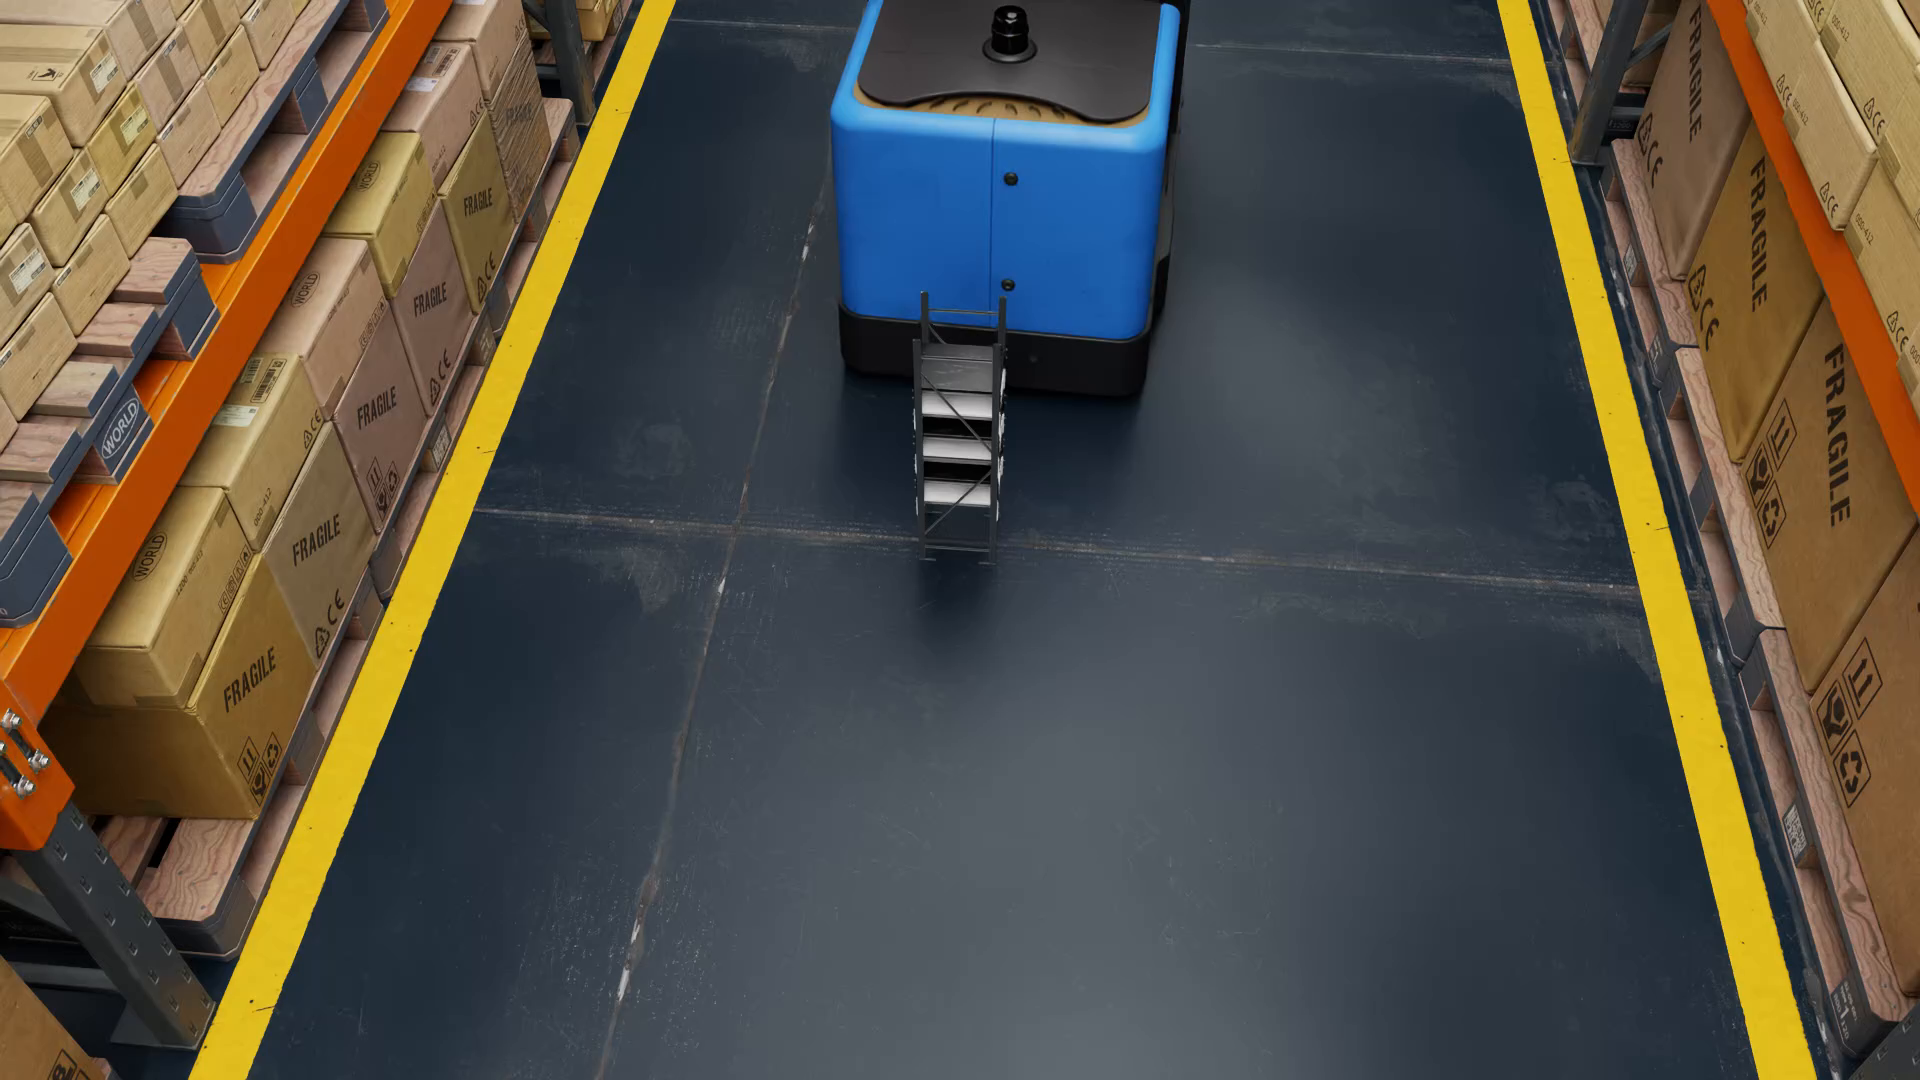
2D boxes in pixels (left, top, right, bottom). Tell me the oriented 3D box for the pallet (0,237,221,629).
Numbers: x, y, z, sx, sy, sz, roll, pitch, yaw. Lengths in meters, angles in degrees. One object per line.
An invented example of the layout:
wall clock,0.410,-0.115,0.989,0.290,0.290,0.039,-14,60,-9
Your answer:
pallet,-2.410,-0.297,3.619,1.213,0.211,1.003,4,48,4

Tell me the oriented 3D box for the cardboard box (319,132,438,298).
cardboard box,-1.915,-0.991,5.025,0.500,0.250,0.500,2,48,2

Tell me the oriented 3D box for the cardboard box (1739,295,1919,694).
cardboard box,2.801,-0.154,4.513,0.875,0.875,0.875,4,48,4

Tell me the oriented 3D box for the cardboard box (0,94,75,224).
cardboard box,-2.085,-0.793,3.425,0.380,0.149,0.250,4,48,3

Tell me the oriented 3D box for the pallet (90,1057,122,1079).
pallet,-2.516,1.685,3.566,1.003,0.211,1.213,4,48,4

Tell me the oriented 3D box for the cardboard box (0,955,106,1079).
cardboard box,-2.514,1.228,3.334,1.050,0.750,0.750,3,48,3

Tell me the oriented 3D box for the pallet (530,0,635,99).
pallet,-1.979,-2.325,7.233,1.003,0.211,1.213,4,48,4

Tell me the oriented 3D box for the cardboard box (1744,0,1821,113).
cardboard box,2.523,-1.399,4.599,0.500,0.250,0.500,4,48,3

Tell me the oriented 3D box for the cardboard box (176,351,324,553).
cardboard box,-2.019,-0.245,4.343,0.500,0.250,0.500,3,48,3

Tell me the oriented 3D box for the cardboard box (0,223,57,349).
cardboard box,-2.102,-0.529,3.385,0.380,0.149,0.250,6,48,5

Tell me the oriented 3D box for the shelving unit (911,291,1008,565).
shelving unit,0.001,-0.310,4.923,0.258,0.900,0.210,4,48,4

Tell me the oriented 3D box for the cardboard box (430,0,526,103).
cardboard box,-1.821,-1.757,5.725,0.500,0.250,0.500,3,48,2

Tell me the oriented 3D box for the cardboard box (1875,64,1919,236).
cardboard box,2.430,-0.818,3.728,0.500,0.250,0.500,3,48,3

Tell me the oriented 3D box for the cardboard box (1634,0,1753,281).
cardboard box,2.957,-1.475,5.722,0.875,0.875,0.875,5,48,5

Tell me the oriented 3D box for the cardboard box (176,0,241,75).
cardboard box,-2.009,-1.276,4.069,0.380,0.149,0.250,3,48,3

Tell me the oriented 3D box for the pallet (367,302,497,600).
pallet,-2.183,-0.358,5.434,1.003,0.211,1.213,4,48,4

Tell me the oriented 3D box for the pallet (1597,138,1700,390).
pallet,2.939,-0.998,6.020,1.003,0.211,1.213,4,48,4

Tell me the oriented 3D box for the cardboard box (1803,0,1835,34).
cardboard box,2.521,-1.571,4.417,0.500,0.250,0.500,4,48,4

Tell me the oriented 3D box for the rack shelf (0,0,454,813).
rack shelf,-2.187,-1.058,4.672,1.077,0.370,4.000,4,48,4

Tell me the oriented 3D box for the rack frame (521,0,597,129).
rack frame,-2.005,-2.770,5.751,1.000,3.000,0.127,4,48,4

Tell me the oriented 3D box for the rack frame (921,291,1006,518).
rack frame,0.010,-0.384,4.992,0.240,0.900,0.006,4,48,4

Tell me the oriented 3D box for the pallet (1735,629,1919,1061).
pallet,2.716,0.795,4.380,1.003,0.211,1.213,4,48,4

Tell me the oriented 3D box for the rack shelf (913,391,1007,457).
rack shelf,0.001,-0.348,4.882,0.258,0.077,0.200,4,48,4

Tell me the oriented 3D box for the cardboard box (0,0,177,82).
cardboard box,-2.038,-1.186,3.785,0.380,0.149,0.250,6,48,5

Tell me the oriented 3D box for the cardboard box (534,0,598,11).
cardboard box,-1.653,-2.295,6.762,0.380,0.149,0.250,6,48,5

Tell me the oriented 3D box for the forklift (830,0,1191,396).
forklift,0.315,-2.574,5.618,1.130,2.935,3.031,6,48,6

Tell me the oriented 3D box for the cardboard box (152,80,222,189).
cardboard box,-2.034,-0.993,4.011,0.380,0.149,0.250,5,48,5

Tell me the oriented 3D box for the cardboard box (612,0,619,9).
cardboard box,-1.627,-2.391,7.052,0.380,0.149,0.250,5,48,5

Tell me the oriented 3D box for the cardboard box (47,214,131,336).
cardboard box,-2.079,-0.598,3.650,0.380,0.149,0.250,6,48,5

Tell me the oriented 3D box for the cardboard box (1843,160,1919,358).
cardboard box,2.450,-0.656,3.919,0.500,0.250,0.500,3,48,3

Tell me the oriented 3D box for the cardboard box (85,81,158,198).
cardboard box,-2.059,-0.911,3.735,0.380,0.149,0.250,4,48,4

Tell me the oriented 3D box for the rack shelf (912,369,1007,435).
rack shelf,0.001,-0.409,4.815,0.258,0.077,0.200,4,48,4

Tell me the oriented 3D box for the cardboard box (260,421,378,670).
cardboard box,-2.008,-0.001,4.628,0.500,0.500,0.500,4,48,4

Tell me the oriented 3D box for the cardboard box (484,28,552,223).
cardboard box,-1.821,-1.507,6.005,0.500,0.500,0.500,3,48,3

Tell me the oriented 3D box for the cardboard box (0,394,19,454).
cardboard box,-2.127,-0.203,3.289,0.380,0.149,0.250,3,48,3

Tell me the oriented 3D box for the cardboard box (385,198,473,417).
cardboard box,-1.919,-0.754,5.316,0.500,0.500,0.500,3,48,3

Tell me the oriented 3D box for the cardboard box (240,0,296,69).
cardboard box,-1.983,-1.369,4.355,0.380,0.149,0.250,2,48,2

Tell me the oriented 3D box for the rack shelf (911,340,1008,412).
rack shelf,0.001,-0.469,4.749,0.258,0.077,0.200,4,48,4
